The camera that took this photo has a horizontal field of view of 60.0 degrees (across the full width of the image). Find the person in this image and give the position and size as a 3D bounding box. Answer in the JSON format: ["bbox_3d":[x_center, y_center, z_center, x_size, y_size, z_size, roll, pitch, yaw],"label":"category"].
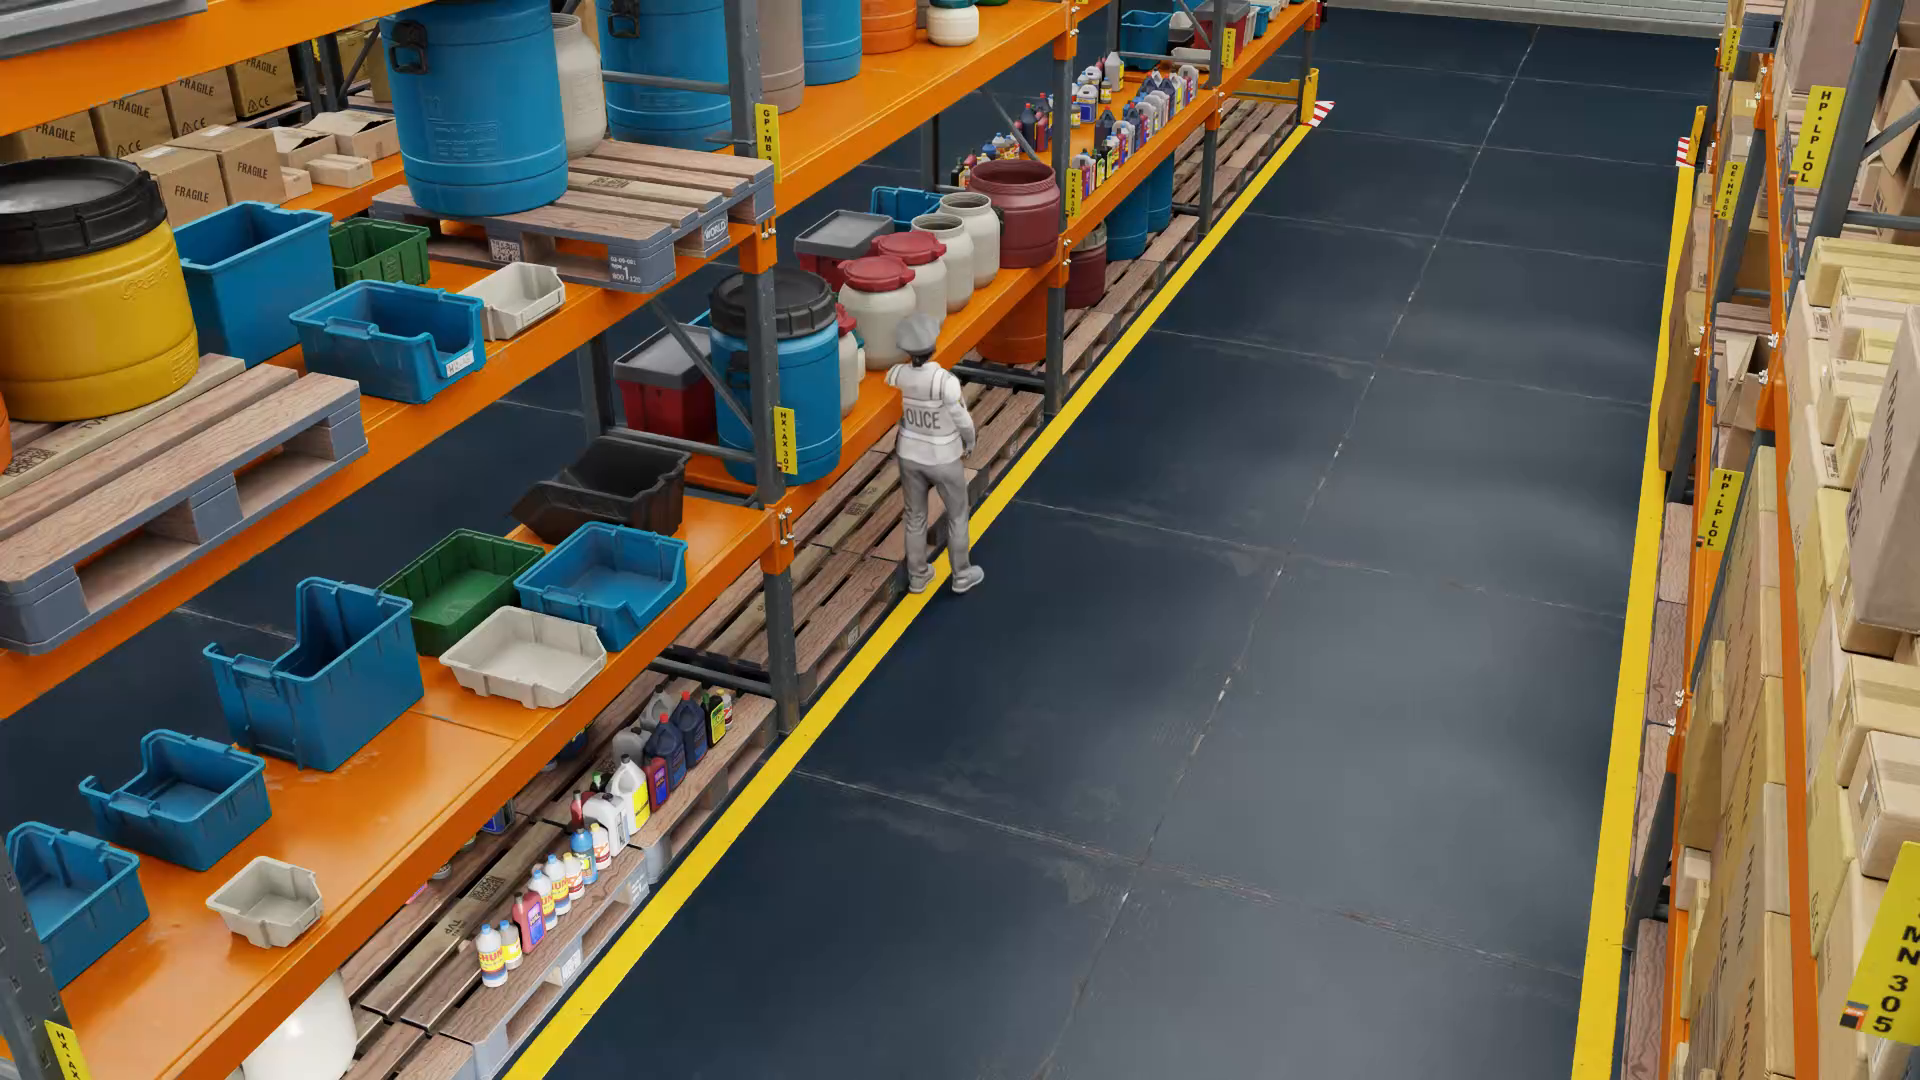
[{"bbox_3d":[-0.162,-0.478,9.189,0.510,1.699,0.486,12,32,20],"label":"person"}]
